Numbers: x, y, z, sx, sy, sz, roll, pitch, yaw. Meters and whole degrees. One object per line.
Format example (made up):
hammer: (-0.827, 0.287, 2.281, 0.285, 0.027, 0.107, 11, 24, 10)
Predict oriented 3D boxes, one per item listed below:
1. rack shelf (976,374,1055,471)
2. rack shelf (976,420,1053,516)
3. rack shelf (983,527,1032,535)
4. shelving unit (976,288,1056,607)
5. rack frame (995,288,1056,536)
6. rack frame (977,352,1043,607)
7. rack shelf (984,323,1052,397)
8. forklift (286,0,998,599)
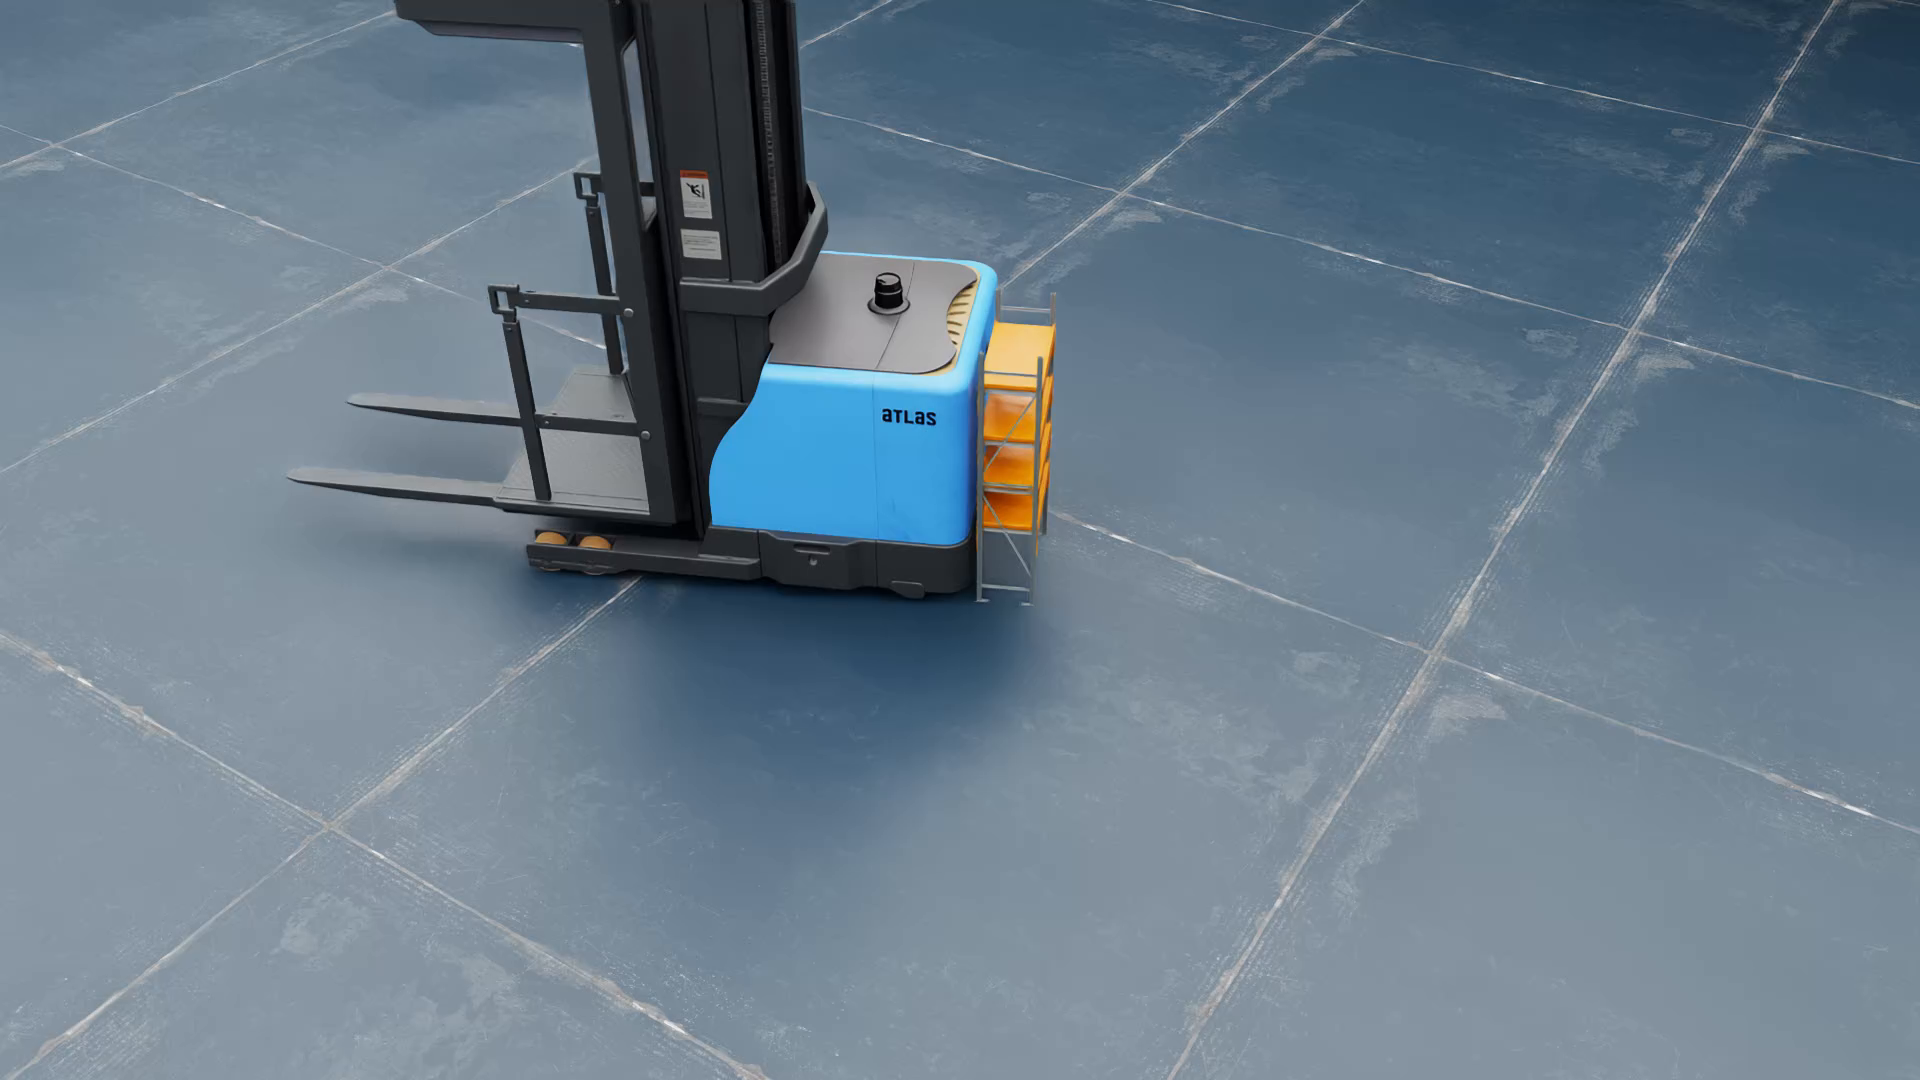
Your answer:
rack shelf: (0.225, -0.483, 6.638, 0.258, 0.148, 0.480, 5, 38, 7)
rack shelf: (0.225, -0.306, 6.774, 0.258, 0.148, 0.480, 5, 38, 7)
rack shelf: (0.225, -0.171, 6.878, 0.199, 0.029, 0.442, 5, 38, 7)
shelving unit: (0.225, -0.359, 6.733, 0.258, 1.200, 0.503, 5, 38, 7)
rack frame: (0.260, -0.507, 6.924, 0.240, 1.200, 0.015, 5, 38, 7)
rack frame: (0.189, -0.212, 6.542, 0.240, 1.200, 0.015, 5, 38, 7)
rack shelf: (0.225, -0.701, 6.469, 0.221, 0.050, 0.457, 5, 38, 7)
forklift: (-1.389, -1.325, 6.567, 3.031, 2.935, 1.130, 5, 38, 7)
